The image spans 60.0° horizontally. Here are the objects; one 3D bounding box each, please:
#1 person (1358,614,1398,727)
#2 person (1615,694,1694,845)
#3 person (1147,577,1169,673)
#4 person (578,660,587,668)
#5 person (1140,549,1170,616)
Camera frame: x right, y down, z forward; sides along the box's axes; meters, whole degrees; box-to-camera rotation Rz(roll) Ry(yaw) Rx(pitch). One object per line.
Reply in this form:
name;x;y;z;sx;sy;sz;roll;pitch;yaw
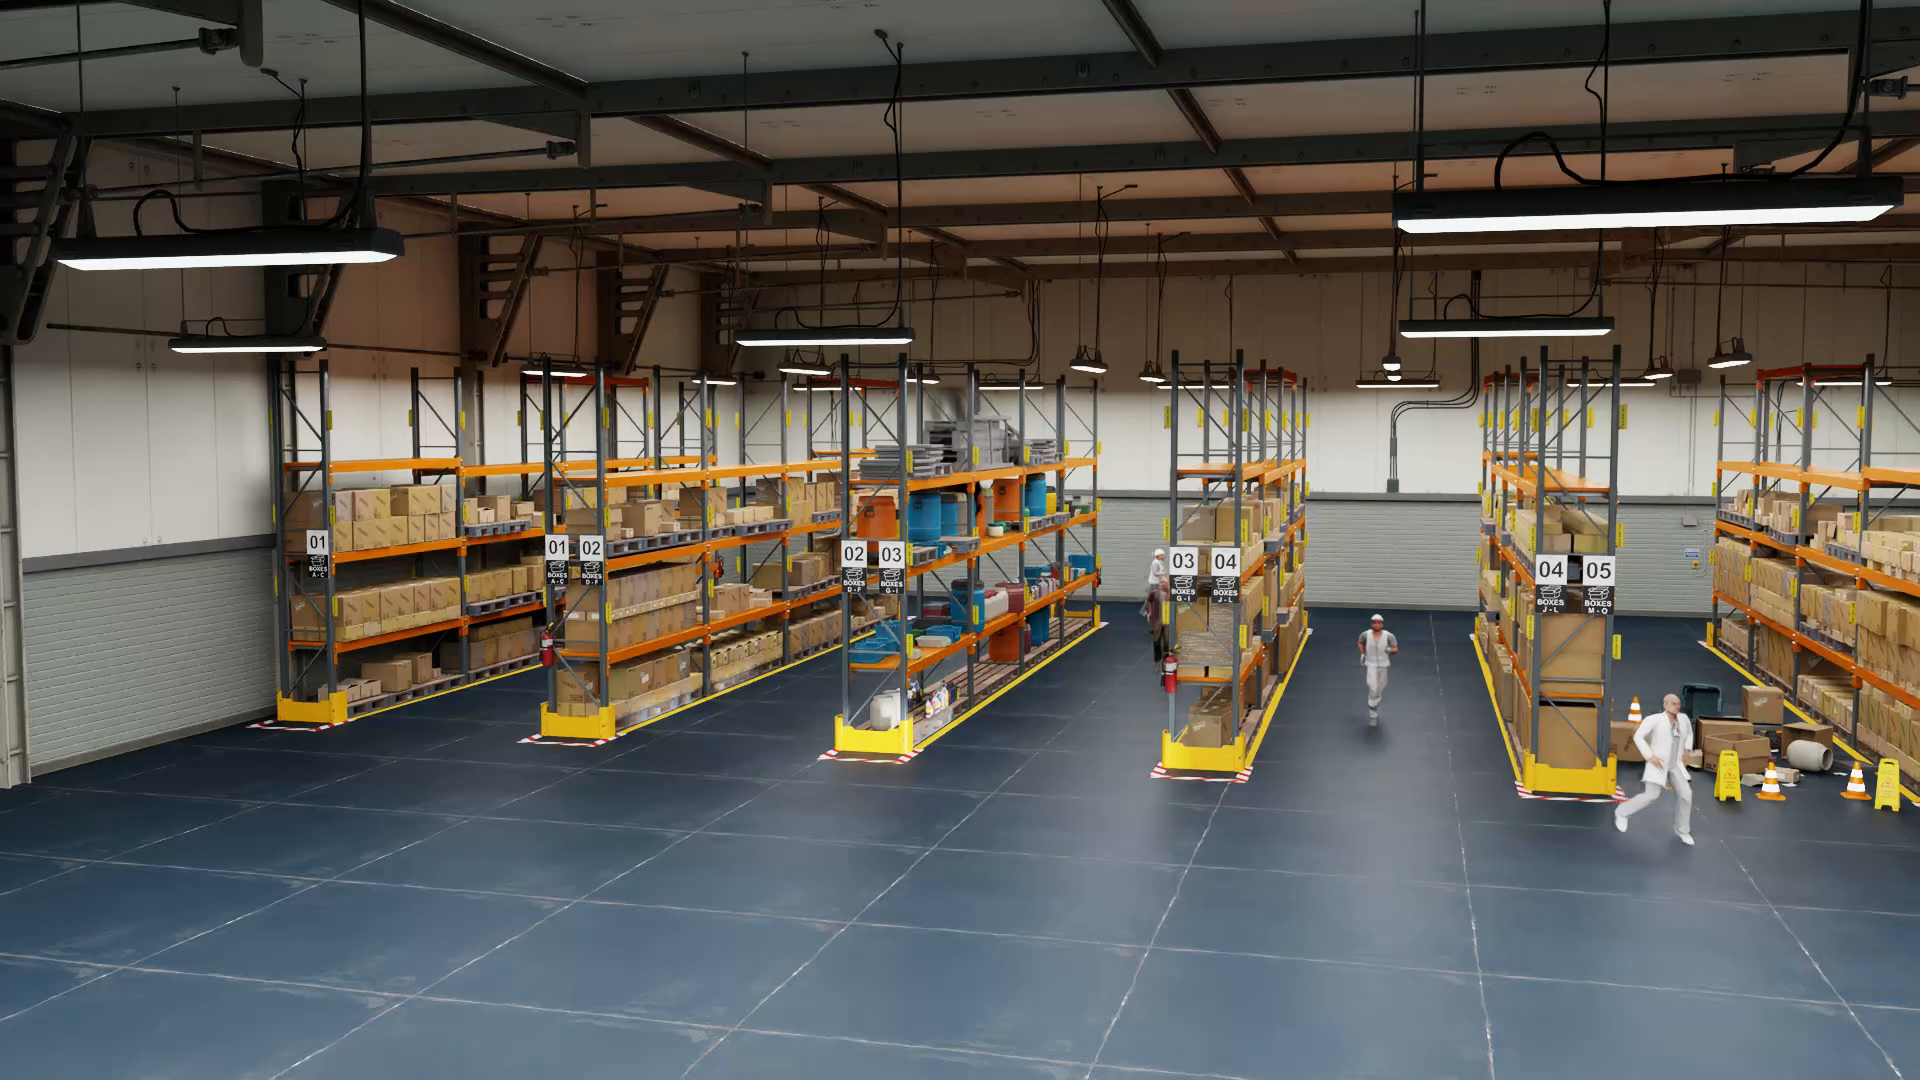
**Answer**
person;6.914;2.142;27.492;0.618;1.850;0.800;0;4;6
person;8.402;2.724;19.912;0.920;1.782;0.791;-1;4;-16
person;3.884;1.622;31.836;0.674;1.847;0.767;1;4;12
person;-7.034;1.962;31.504;0.615;1.626;1.003;0;4;6
person;4.935;1.114;41.875;0.831;1.795;0.680;2;4;24
